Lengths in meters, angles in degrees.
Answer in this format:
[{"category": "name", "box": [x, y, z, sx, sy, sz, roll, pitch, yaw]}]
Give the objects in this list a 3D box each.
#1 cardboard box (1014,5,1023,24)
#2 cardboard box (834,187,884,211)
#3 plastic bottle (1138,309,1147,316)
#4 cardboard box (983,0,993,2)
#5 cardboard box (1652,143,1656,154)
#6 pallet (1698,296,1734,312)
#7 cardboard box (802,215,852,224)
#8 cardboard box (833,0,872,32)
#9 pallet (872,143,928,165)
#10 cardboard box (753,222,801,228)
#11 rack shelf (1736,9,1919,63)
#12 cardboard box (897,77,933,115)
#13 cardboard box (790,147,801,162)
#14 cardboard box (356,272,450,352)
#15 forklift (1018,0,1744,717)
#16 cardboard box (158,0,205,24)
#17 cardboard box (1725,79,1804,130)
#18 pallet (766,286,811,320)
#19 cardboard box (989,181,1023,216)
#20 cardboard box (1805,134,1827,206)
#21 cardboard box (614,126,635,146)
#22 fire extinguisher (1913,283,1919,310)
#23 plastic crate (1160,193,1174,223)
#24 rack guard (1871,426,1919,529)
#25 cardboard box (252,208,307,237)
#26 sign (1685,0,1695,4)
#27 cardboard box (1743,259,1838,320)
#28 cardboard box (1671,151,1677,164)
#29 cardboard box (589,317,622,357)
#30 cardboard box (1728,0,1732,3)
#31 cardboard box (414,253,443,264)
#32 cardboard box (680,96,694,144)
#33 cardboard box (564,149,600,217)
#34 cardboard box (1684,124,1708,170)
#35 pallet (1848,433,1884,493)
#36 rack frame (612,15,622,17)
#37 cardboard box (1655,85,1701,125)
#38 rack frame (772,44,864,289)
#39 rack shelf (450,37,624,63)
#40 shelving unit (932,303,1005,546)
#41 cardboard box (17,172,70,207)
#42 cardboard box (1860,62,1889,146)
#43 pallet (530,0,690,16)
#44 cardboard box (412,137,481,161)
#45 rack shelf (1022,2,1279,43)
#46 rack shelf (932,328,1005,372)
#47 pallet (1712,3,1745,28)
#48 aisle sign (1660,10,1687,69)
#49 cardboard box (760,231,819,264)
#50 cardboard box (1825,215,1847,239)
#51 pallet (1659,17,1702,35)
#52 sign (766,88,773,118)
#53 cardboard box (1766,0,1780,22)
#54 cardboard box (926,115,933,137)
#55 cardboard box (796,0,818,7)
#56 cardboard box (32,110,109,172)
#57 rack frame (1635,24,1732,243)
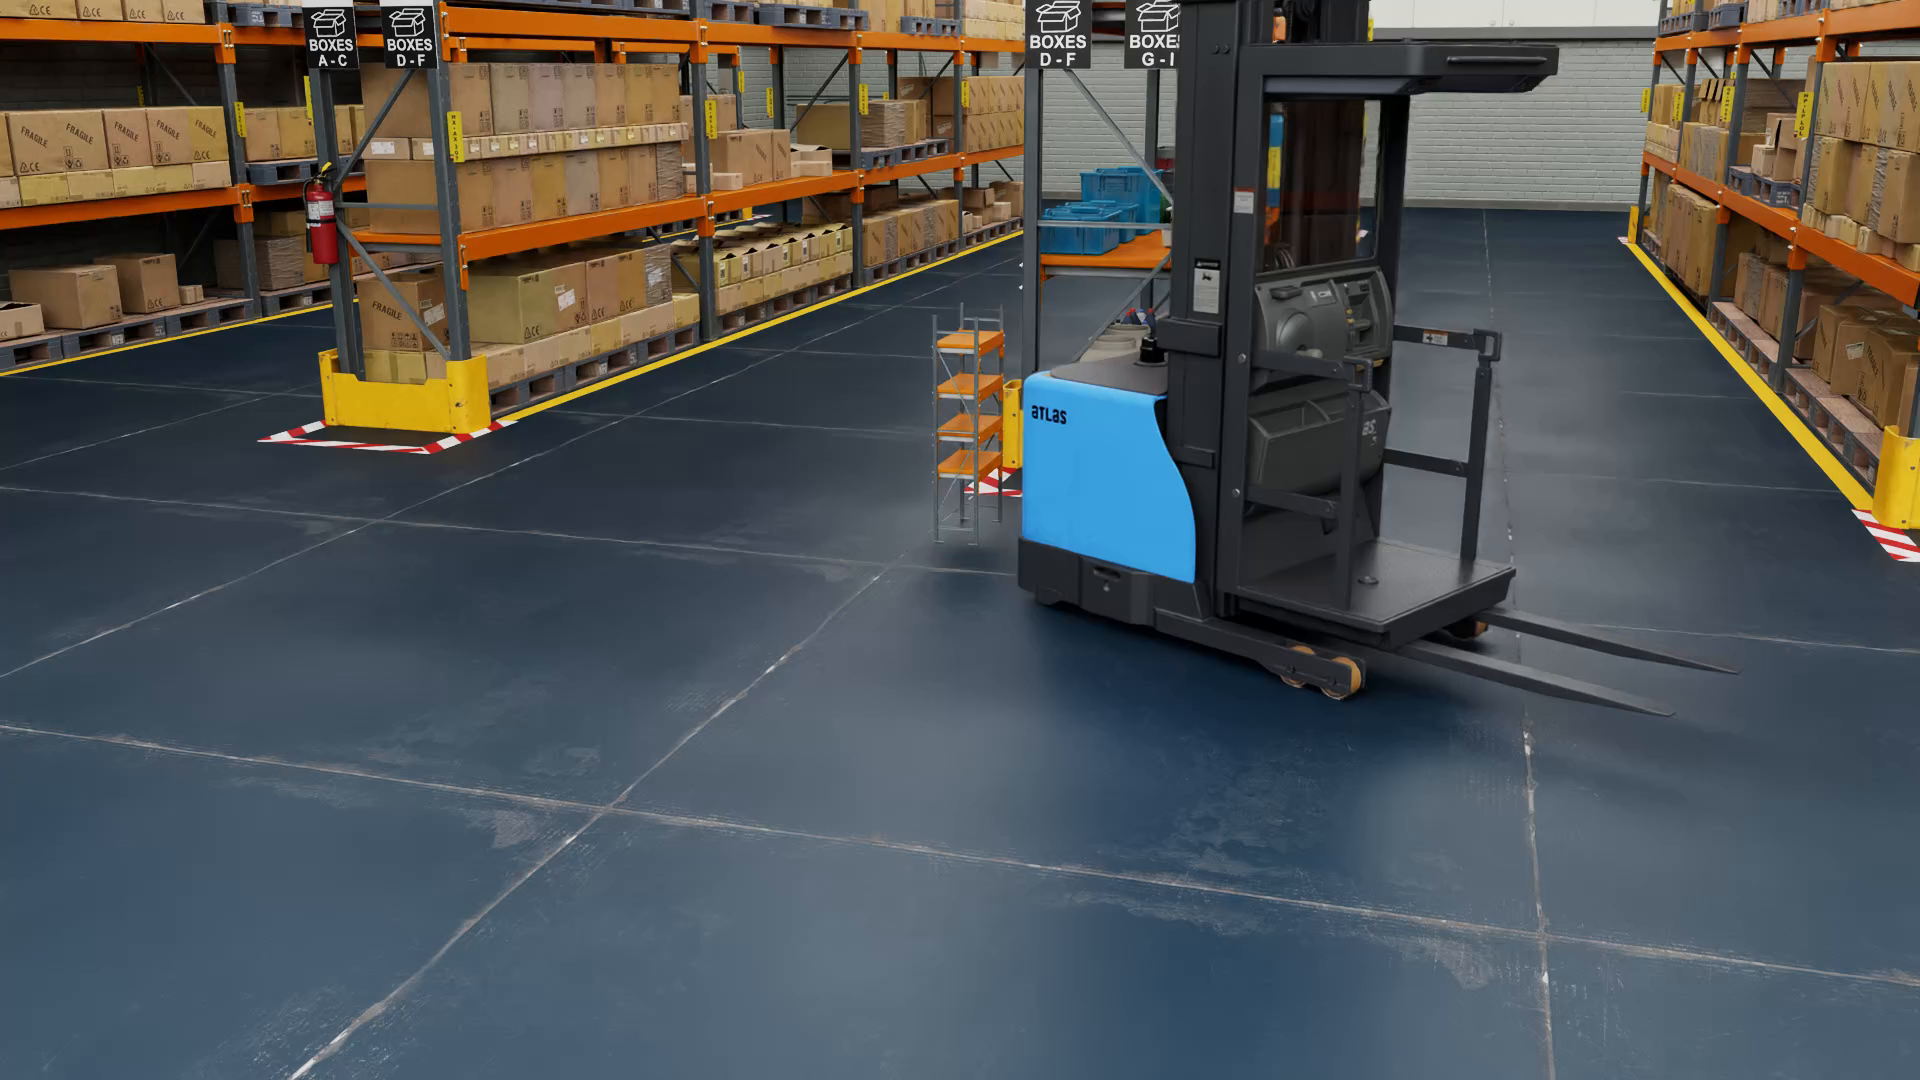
[{"category": "cardboard box", "box": [0.631, -7.774, 24.602, 0.500, 0.250, 0.500, 5, 16, 16]}, {"category": "cardboard box", "box": [-1.260, -4.270, 20.788, 0.500, 0.250, 0.500, 4, 16, 15]}, {"category": "plastic bottle", "box": [1.501, -1.773, 13.775, 0.097, 0.271, 0.097, 0, 16, 0]}, {"category": "cardboard box", "box": [0.053, -7.754, 23.159, 0.700, 0.500, 0.500, 5, 16, 16]}, {"category": "cardboard box", "box": [9.464, -5.221, 22.200, 0.380, 0.149, 0.250, 4, 16, 15]}, {"category": "pallet", "box": [8.194, -2.444, 17.060, 1.003, 0.211, 1.213, 5, 16, 16]}, {"category": "cardboard box", "box": [-1.558, -3.626, 19.892, 0.500, 0.500, 0.500, 5, 17, 18]}, {"category": "cardboard box", "box": [-1.507, -5.962, 18.673, 0.910, 0.500, 0.500, 5, 16, 16]}, {"category": "pallet", "box": [-1.051, -4.771, 20.506, 1.003, 0.211, 1.213, 5, 16, 16]}, {"category": "cardboard box", "box": [-2.029, -3.389, 18.523, 0.500, 0.311, 0.500, 5, 17, 18]}, {"category": "rack shelf", "box": [7.329, -4.159, 13.817, 1.077, 0.370, 4.000, 5, 16, 16]}, {"category": "cardboard box", "box": [-0.567, -6.082, 22.761, 0.500, 0.500, 0.500, 5, 17, 16]}, {"category": "cardboard box", "box": [-2.039, -4.093, 17.925, 0.500, 0.311, 0.500, 4, 16, 15]}, {"category": "cardboard box", "box": [-4.005, -1.665, 12.097, 0.500, 0.500, 0.500, 5, 16, 16]}, {"category": "forklift", "box": [1.666, -0.937, 6.760, 1.130, 2.935, 3.031, -15, 22, -43]}, {"category": "cardboard box", "box": [-7.394, -5.040, 15.384, 0.500, 0.500, 0.500, 5, 17, 17]}, {"category": "cardboard box", "box": [8.309, -4.476, 17.092, 0.797, 0.503, 0.637, 5, 17, 17]}, {"category": "pallet", "box": [-2.219, -2.482, 17.195, 1.003, 0.211, 1.213, 5, 16, 16]}, {"category": "cardboard box", "box": [0.756, -5.295, 25.776, 0.500, 0.500, 0.500, 5, 16, 16]}, {"category": "cardboard box", "box": [6.574, -2.617, 11.831, 0.875, 0.500, 0.500, 5, 16, 16]}, {"category": "cardboard box", "box": [-2.899, -3.314, 13.645, 0.380, 0.149, 0.250, 5, 16, 16]}, {"category": "fire extinguisher", "box": [5.150, -1.461, 8.625, 0.296, 0.674, 0.183, 5, 16, 16]}, {"category": "plastic crate", "box": [1.356, -2.488, 12.491, 0.450, 0.188, 0.662, 5, 16, 16]}, {"category": "rack guard", "box": [5.646, -0.310, 9.005, 1.175, 0.500, 0.348, 5, 16, 16]}, {"category": "cardboard box", "box": [-7.171, -3.370, 17.615, 0.500, 0.250, 0.500, 4, 16, 15]}, {"category": "sign", "box": [8.502, -6.404, 19.322, 0.100, 0.325, 0.005, 5, 16, 16]}, {"category": "cardboard box", "box": [7.581, -2.271, 15.115, 0.700, 0.500, 0.500, 3, 16, 11]}, {"category": "cardboard box", "box": [8.807, -4.616, 20.067, 0.380, 0.149, 0.250, 5, 17, 16]}, {"category": "cardboard box", "box": [-3.079, -1.656, 13.440, 0.500, 0.250, 0.500, 5, 16, 16]}, {"category": "cardboard box", "box": [8.458, -5.816, 17.382, 0.797, 0.503, 0.637, 4, 16, 15]}, {"category": "cardboard box", "box": [-6.504, -3.554, 19.638, 0.700, 0.500, 0.500, 5, 17, 17]}, {"category": "cardboard box", "box": [-4.633, -6.451, 25.525, 0.980, 0.700, 0.700, 4, 16, 13]}, {"category": "cardboard box", "box": [-3.290, -2.836, 13.148, 0.700, 0.500, 0.500, 5, 17, 18]}, {"category": "cardboard box", "box": [8.522, -4.447, 18.829, 0.500, 0.500, 0.500, 5, 16, 16]}, {"category": "pallet", "box": [5.911, -0.380, 9.784, 1.003, 0.211, 1.213, 5, 16, 16]}, {"category": "rack frame", "box": [-5.213, -8.670, 22.906, 1.000, 3.000, 0.127, 5, 16, 16]}, {"category": "cardboard box", "box": [9.492, -5.739, 21.920, 0.500, 0.500, 0.500, 4, 16, 14]}, {"category": "rack frame", "box": [-1.599, -4.354, 18.684, 1.000, 3.000, 0.127, 5, 16, 16]}, {"category": "rack shelf", "box": [-5.781, -6.358, 21.569, 1.077, 0.370, 4.000, 5, 16, 16]}, {"category": "shelving unit", "box": [0.047, -0.621, 8.818, 0.258, 1.200, 0.503, 5, 16, 16]}, {"category": "cardboard box", "box": [-7.896, -2.955, 13.988, 0.500, 0.250, 0.500, 4, 16, 15]}, {"category": "cardboard box", "box": [5.975, -2.720, 10.360, 0.500, 0.500, 0.500, 5, 16, 16]}, {"category": "pallet", "box": [-2.953, -4.483, 13.804, 1.003, 0.211, 1.213, 5, 16, 16]}, {"category": "cardboard box", "box": [-3.555, -2.708, 11.506, 0.380, 0.149, 0.250, 5, 16, 15]}, {"category": "rack shelf", "box": [1.444, -3.497, 11.481, 1.077, 0.370, 4.000, 5, 16, 16]}, {"category": "rack shelf", "box": [0.047, -0.999, 8.711, 0.258, 0.148, 0.480, 5, 16, 16]}, {"category": "pallet", "box": [8.030, -5.110, 16.197, 1.213, 0.211, 1.003, 5, 17, 18]}, {"category": "aisle sign", "box": [9.904, -6.971, 23.145, 0.394, 0.787, 0.004, 5, 16, 16]}, {"category": "cardboard box", "box": [-1.799, -3.079, 17.429, 0.500, 0.311, 0.500, 5, 16, 16]}, {"category": "cardboard box", "box": [6.111, -2.125, 11.284, 0.380, 0.149, 0.250, 5, 16, 16]}, {"category": "pallet", "box": [9.970, -6.884, 22.267, 1.003, 0.211, 1.213, 5, 16, 16]}, {"category": "sign", "box": [-2.122, -4.913, 18.677, 0.100, 0.325, 0.005, 5, 16, 16]}, {"category": "cardboard box", "box": [7.237, -4.583, 14.270, 0.500, 0.250, 0.500, 5, 17, 17]}, {"category": "cardboard box", "box": [-0.566, -5.600, 22.892, 0.500, 0.500, 0.500, 5, 17, 17]}, {"category": "cardboard box", "box": [-1.806, -5.666, 17.316, 0.500, 0.250, 0.500, 5, 17, 17]}, {"category": "cardboard box", "box": [-7.761, -3.444, 14.337, 0.500, 0.500, 0.500, 5, 17, 18]}, {"category": "rack frame", "box": [10.171, -5.678, 23.352, 1.000, 3.000, 0.127, 5, 16, 16]}]
